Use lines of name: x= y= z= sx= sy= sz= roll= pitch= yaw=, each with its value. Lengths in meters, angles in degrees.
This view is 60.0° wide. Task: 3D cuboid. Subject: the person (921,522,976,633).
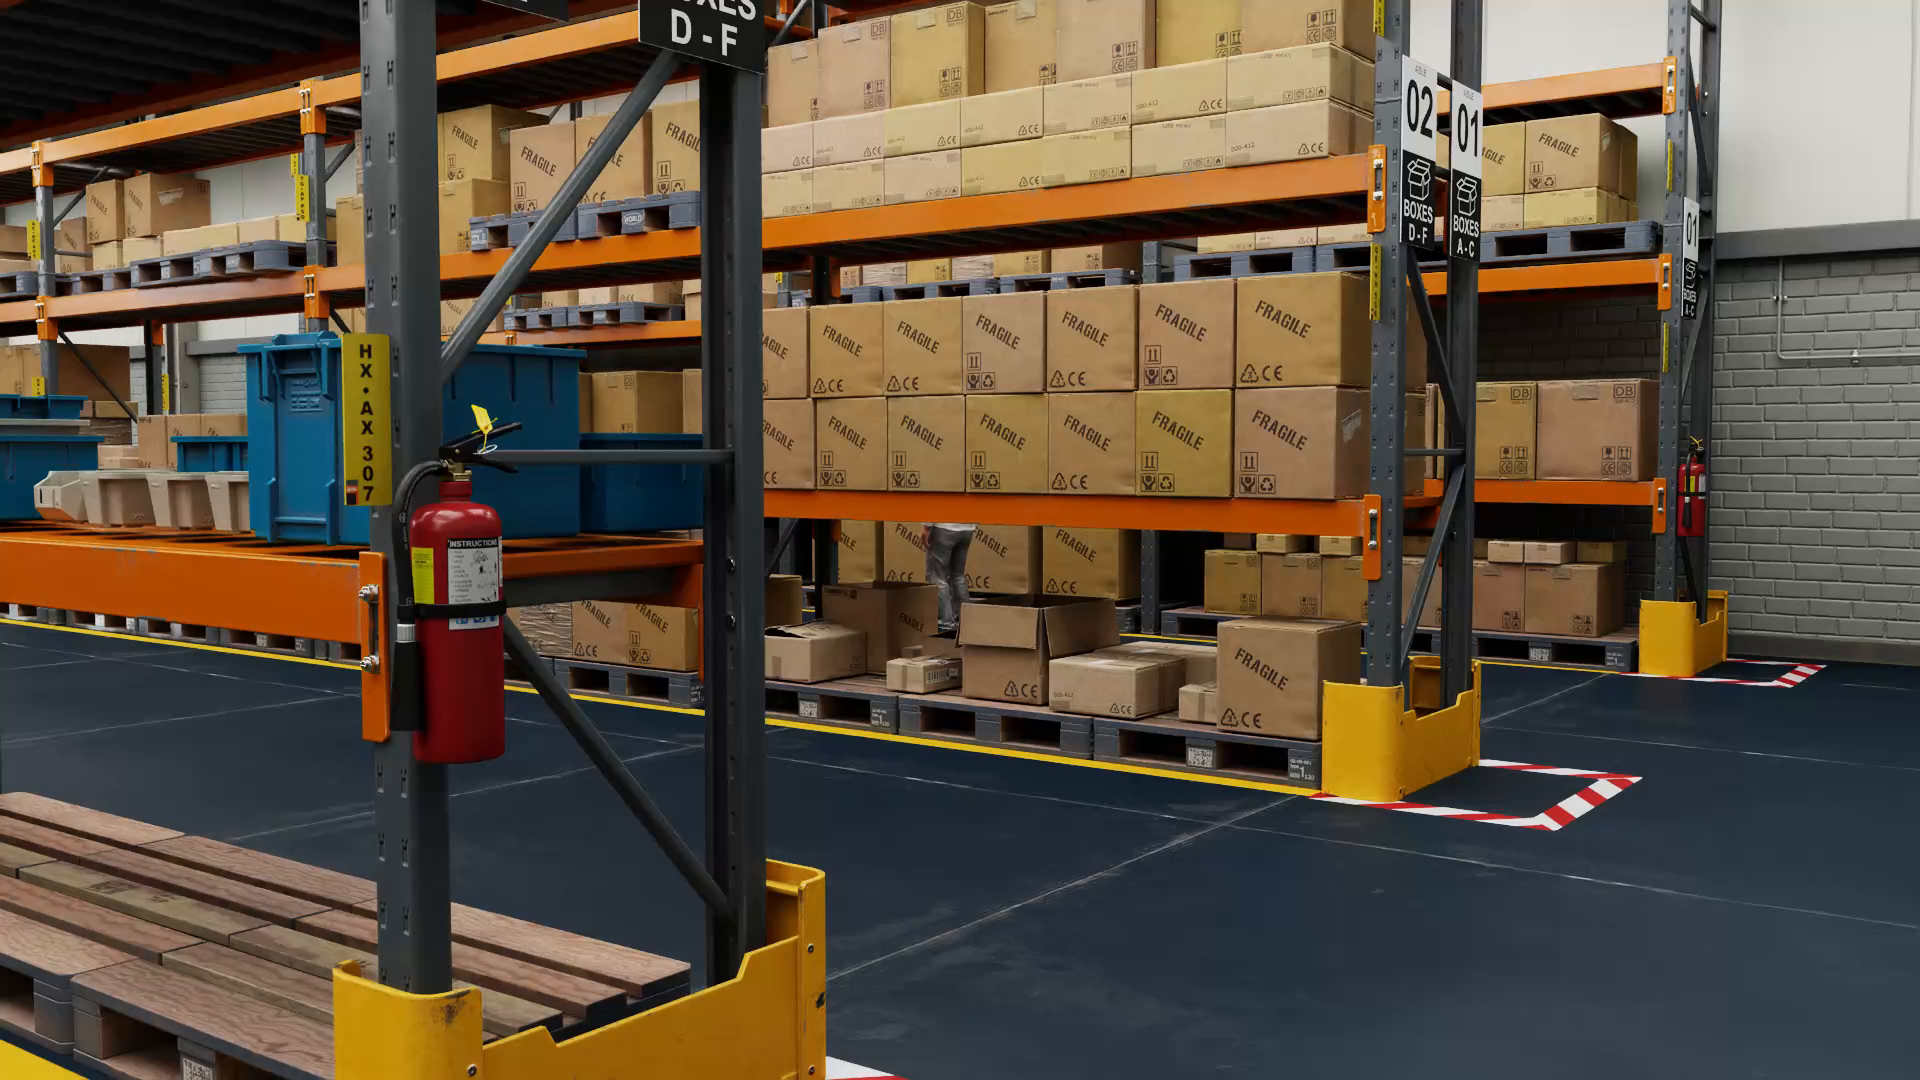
person: x=-0.106 y=-0.102 z=13.509 sx=0.461 sy=1.771 sz=0.581 roll=2 pitch=4 yaw=35
